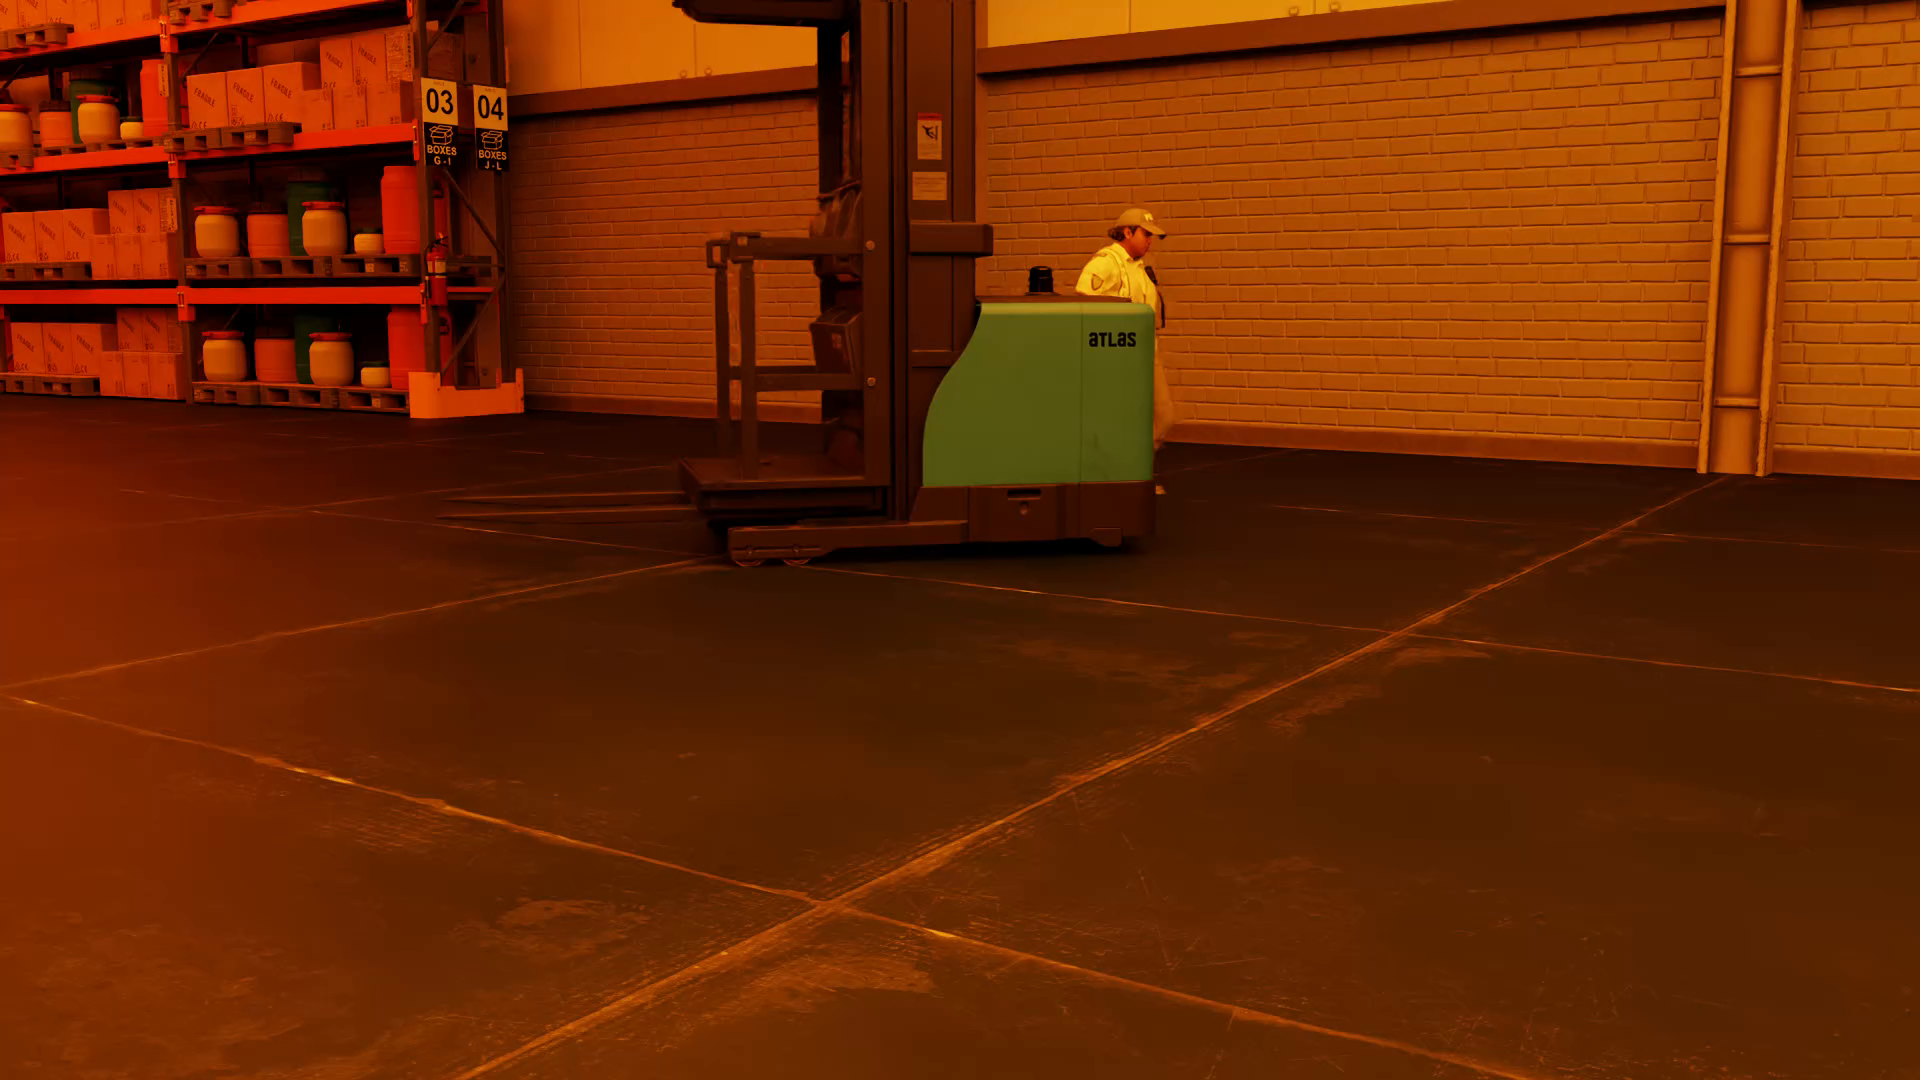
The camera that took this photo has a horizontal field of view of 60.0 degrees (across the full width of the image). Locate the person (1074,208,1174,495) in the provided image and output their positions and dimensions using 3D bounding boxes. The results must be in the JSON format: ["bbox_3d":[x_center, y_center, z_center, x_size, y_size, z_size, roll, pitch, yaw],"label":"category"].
[{"bbox_3d":[0.814,-1.013,9.131,0.503,1.595,0.816,8,11,44],"label":"person"}]

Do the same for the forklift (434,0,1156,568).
[{"bbox_3d":[-0.719,-1.419,7.175,3.031,2.935,1.130,-2,8,-14],"label":"forklift"}]
